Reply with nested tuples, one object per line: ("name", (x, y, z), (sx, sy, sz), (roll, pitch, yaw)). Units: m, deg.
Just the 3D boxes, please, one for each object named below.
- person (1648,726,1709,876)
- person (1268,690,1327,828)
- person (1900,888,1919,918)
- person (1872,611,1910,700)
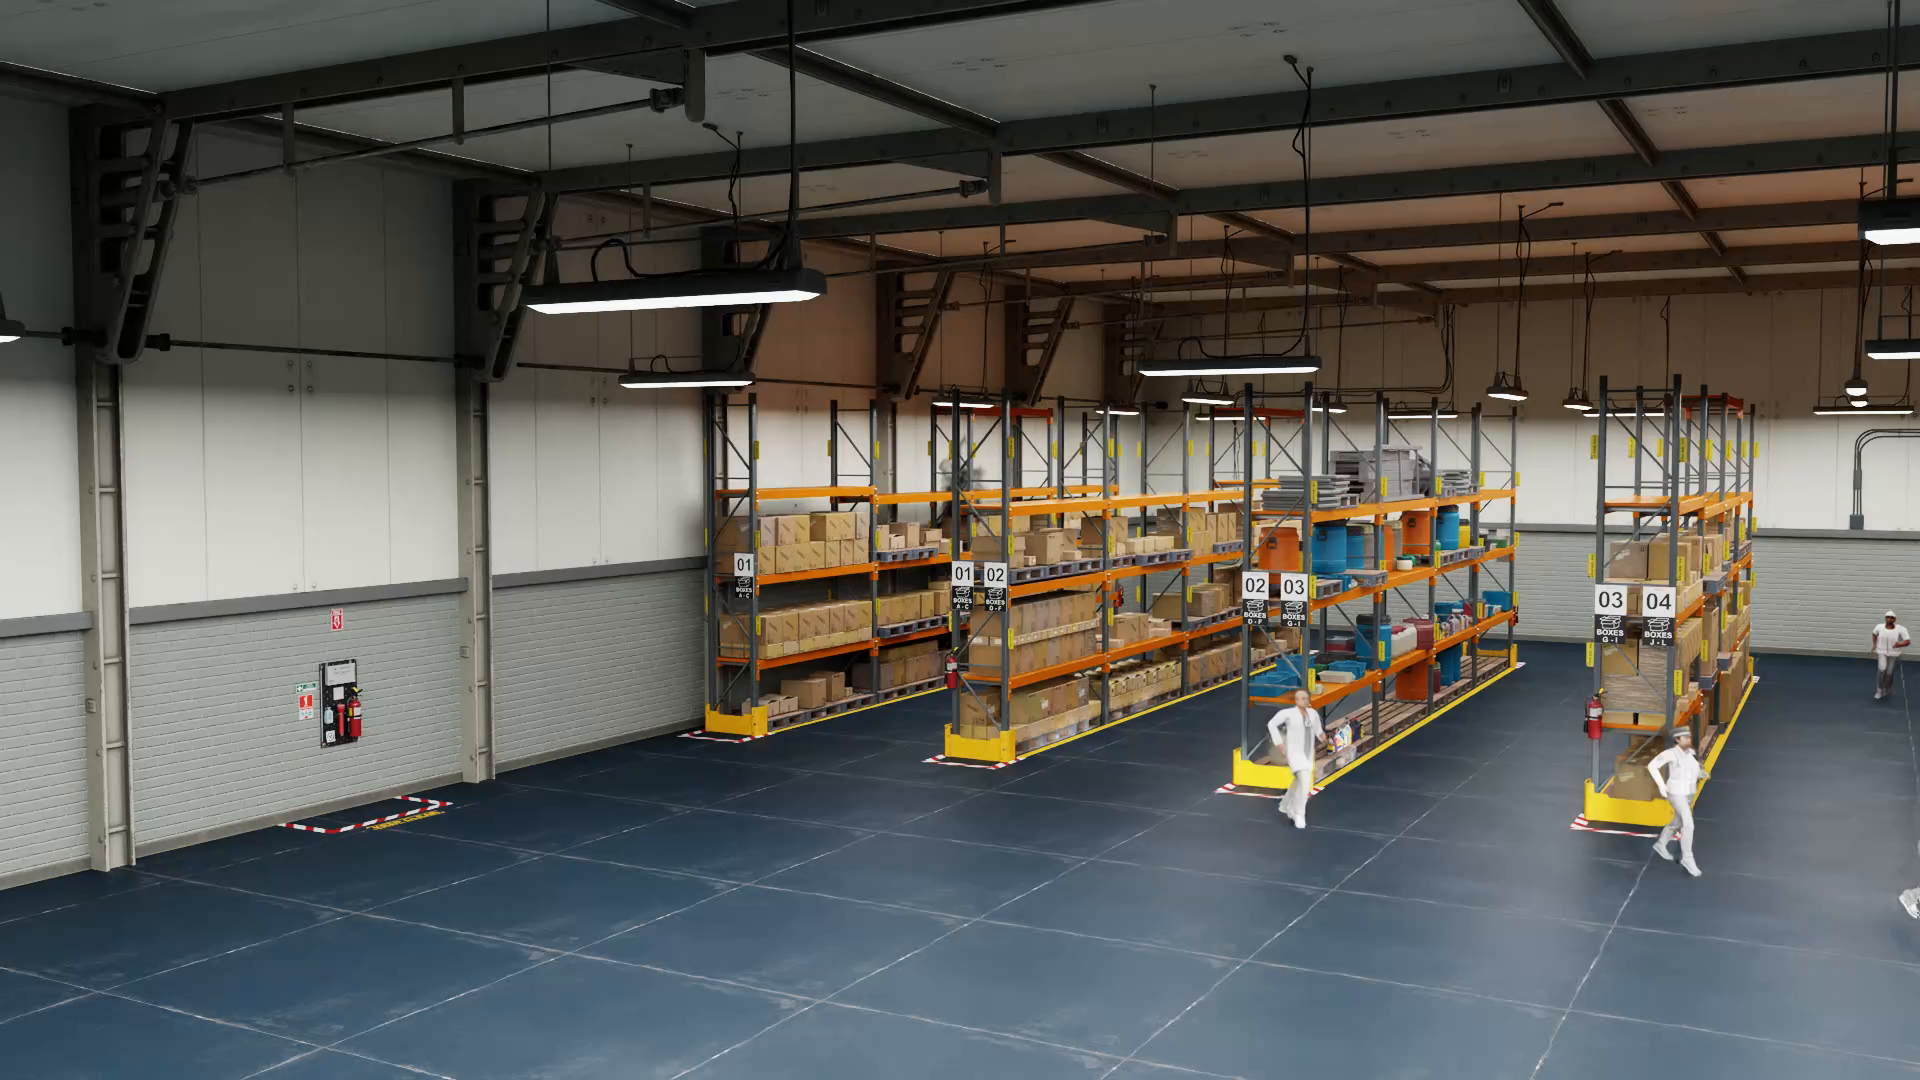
("person", (8.599, 3.077, 19.880), (0.585, 1.742, 0.786), (-2, 4, -28))
("person", (4.562, 2.927, 22.276), (0.688, 1.840, 0.836), (-2, 4, -31))
("person", (10.150, 3.320, 17.104), (0.537, 1.494, 0.854), (-2, 4, -32))
("person", (18.668, 2.307, 33.368), (0.678, 1.774, 0.751), (2, 4, 34))
